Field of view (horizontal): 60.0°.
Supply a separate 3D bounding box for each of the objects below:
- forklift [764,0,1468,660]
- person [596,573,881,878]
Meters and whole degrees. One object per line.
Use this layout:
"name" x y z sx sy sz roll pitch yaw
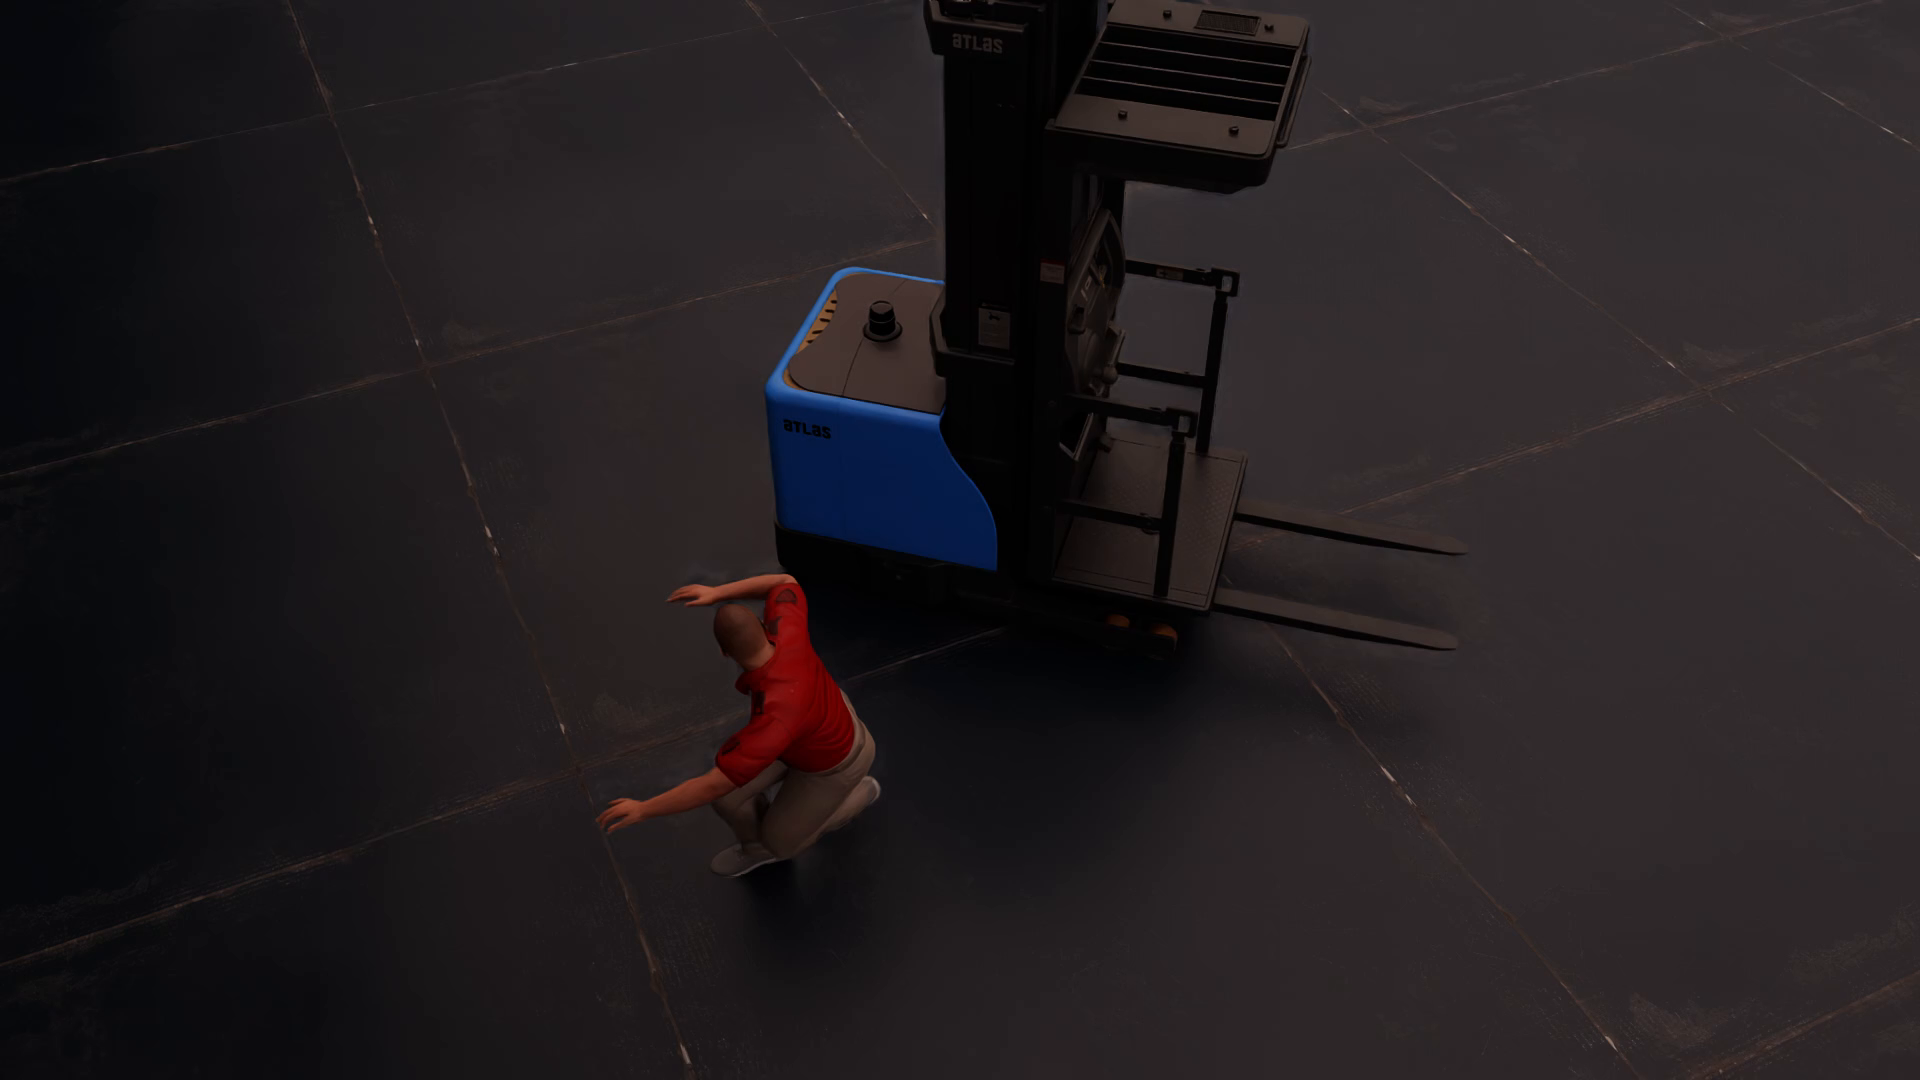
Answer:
"forklift" 0.735 -0.955 6.704 3.031 2.935 1.130 11 44 12
"person" -0.826 0.749 5.980 1.088 1.470 0.807 -19 46 -19
